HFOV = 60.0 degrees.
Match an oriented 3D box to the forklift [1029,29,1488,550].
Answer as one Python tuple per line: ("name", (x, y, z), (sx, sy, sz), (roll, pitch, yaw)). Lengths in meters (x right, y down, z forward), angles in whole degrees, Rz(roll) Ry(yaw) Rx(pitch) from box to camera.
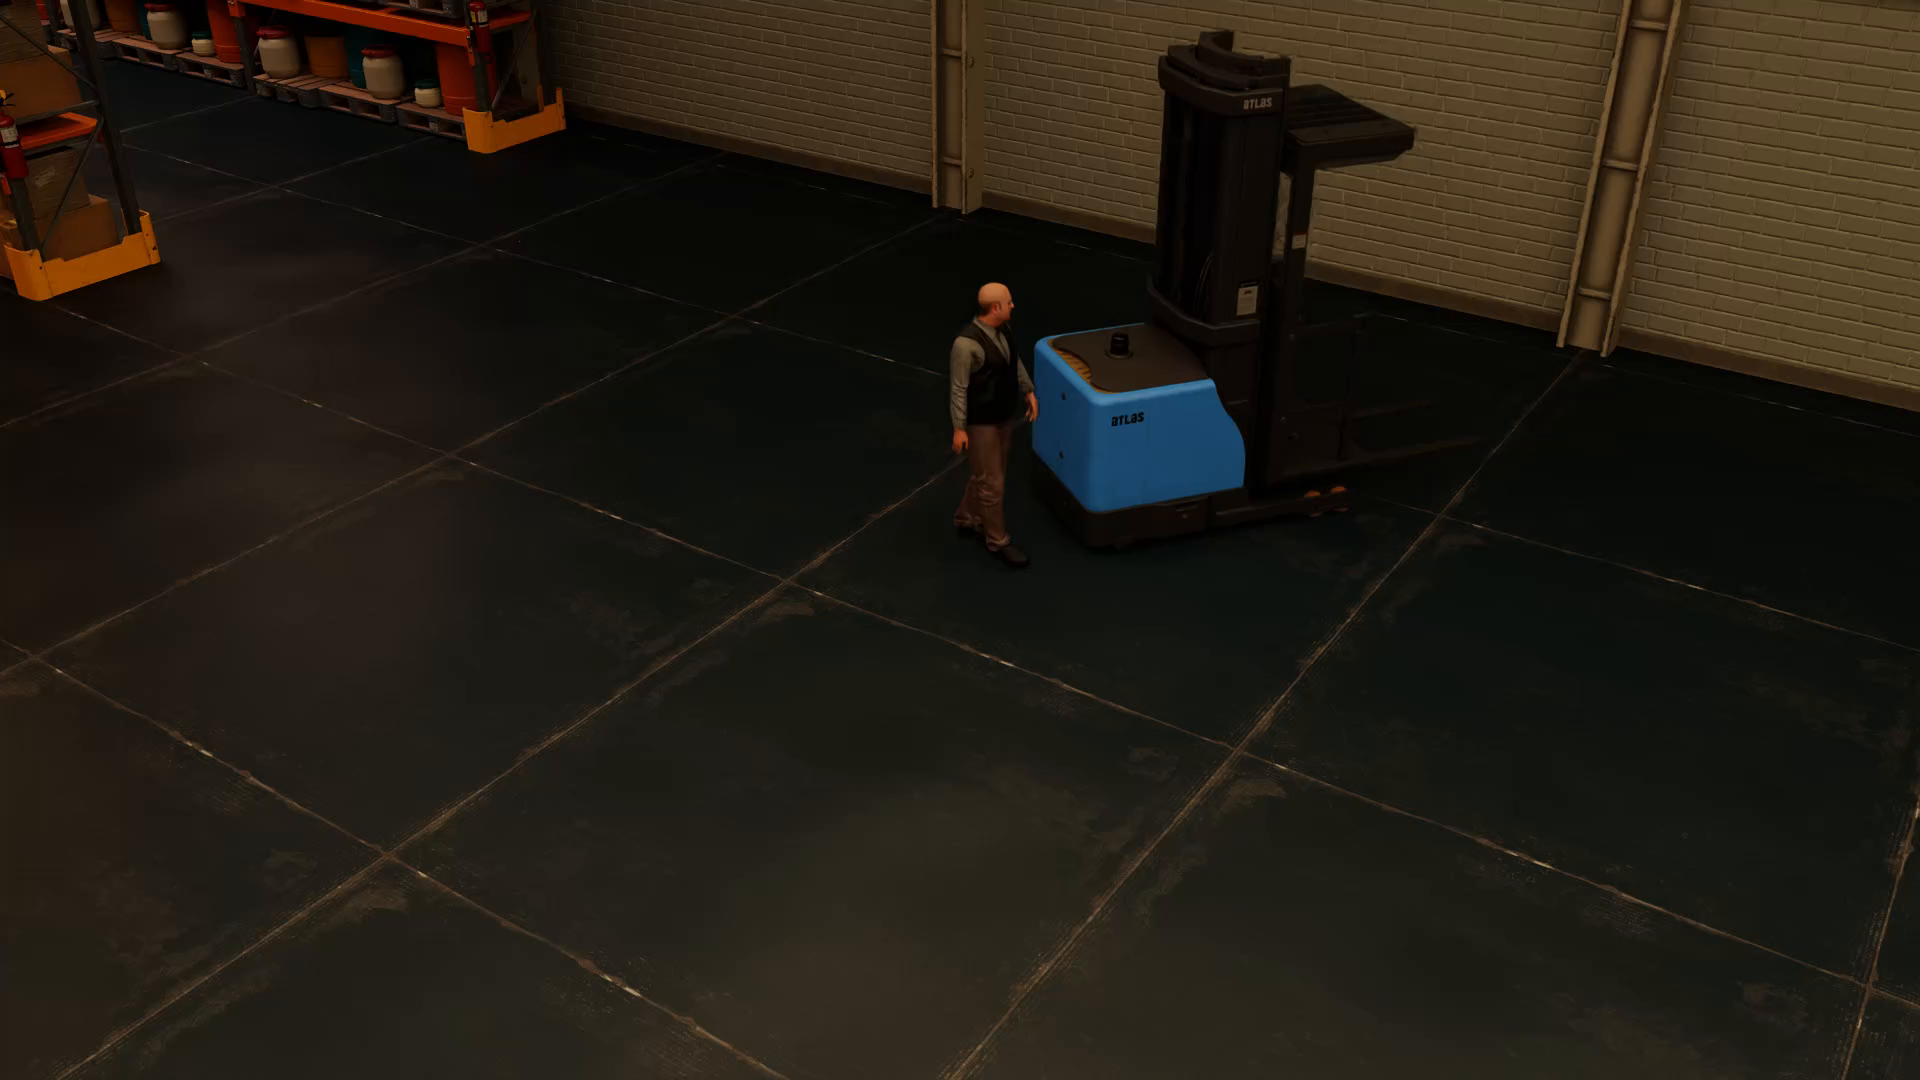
("forklift", (2.033, -1.655, 10.430), (3.031, 2.935, 1.130), (-10, 32, -17))

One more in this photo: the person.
("person", (0.258, -0.723, 10.058), (0.602, 1.712, 0.692), (15, 33, 24))
